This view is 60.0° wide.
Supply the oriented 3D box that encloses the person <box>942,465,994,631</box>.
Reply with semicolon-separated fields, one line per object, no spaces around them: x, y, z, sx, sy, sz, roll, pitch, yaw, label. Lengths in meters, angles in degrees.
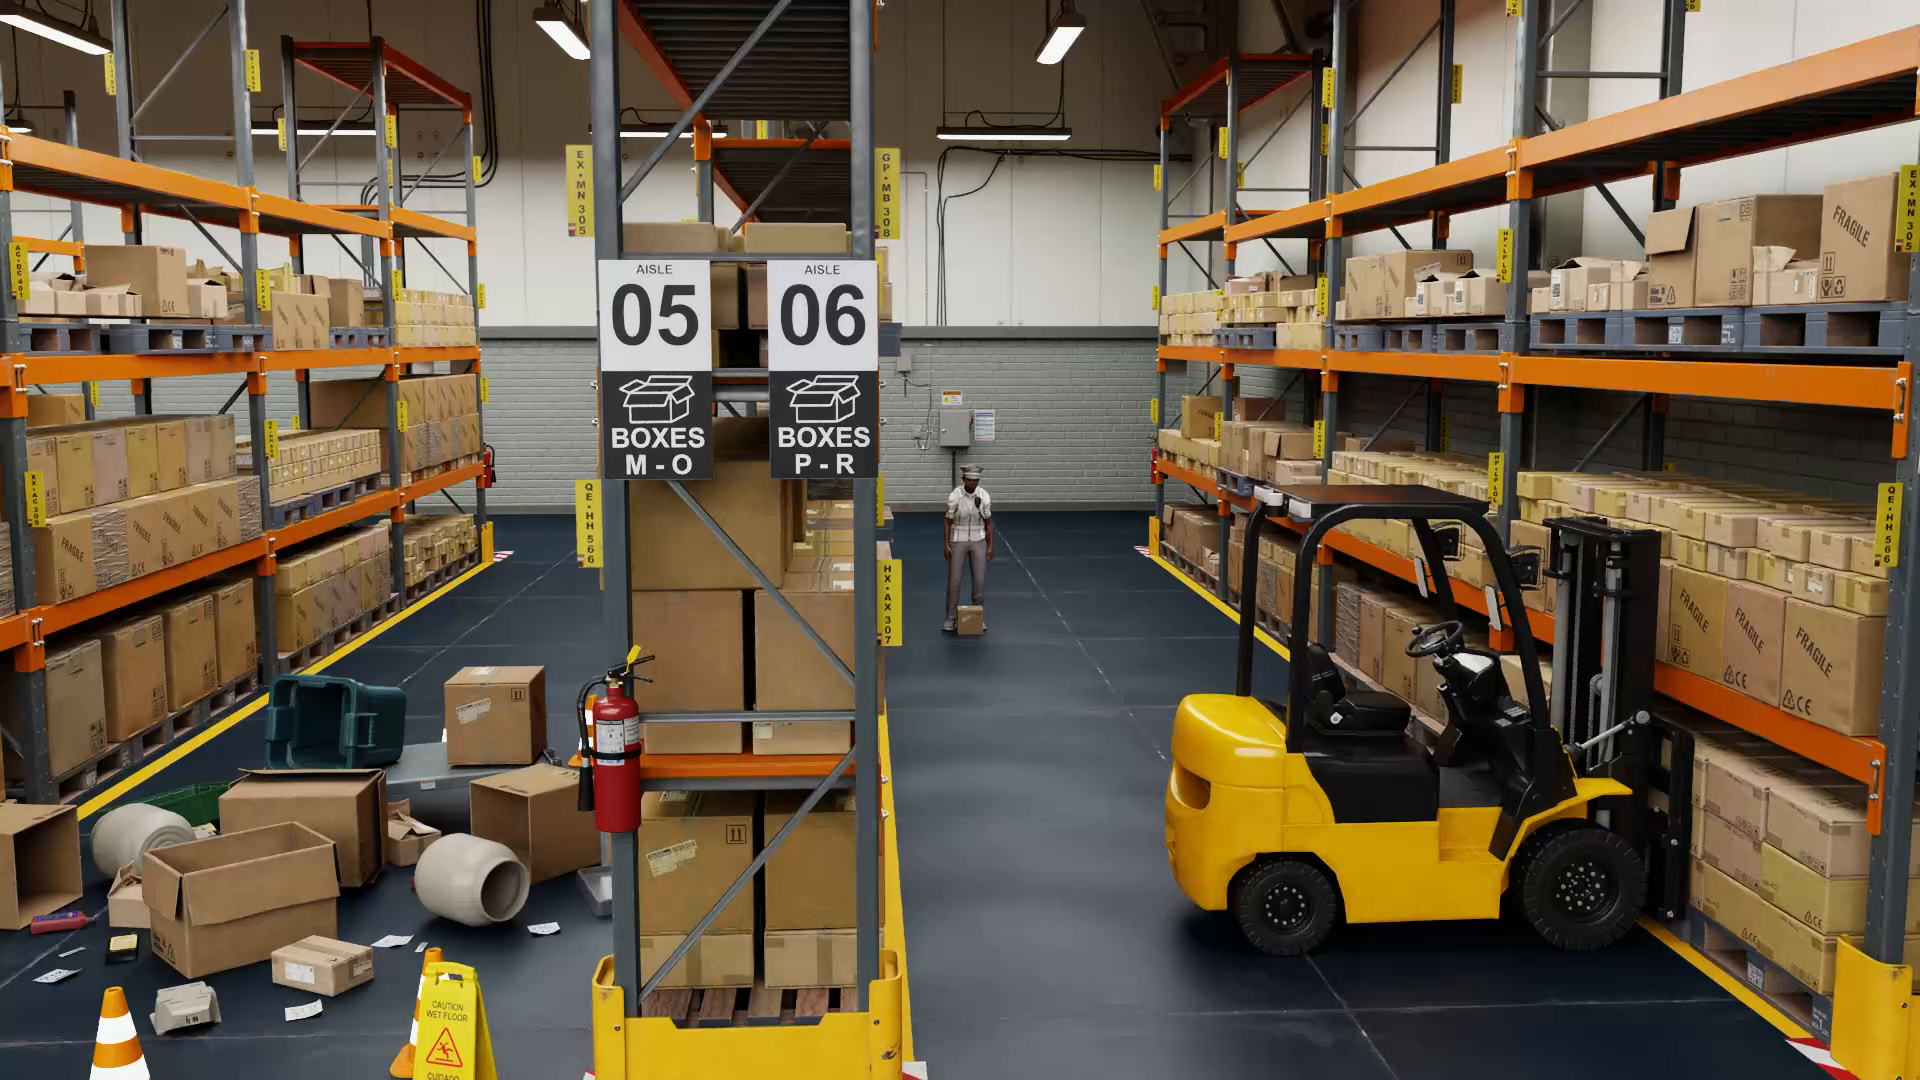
0.075;0.068;16.684;0.529;1.663;0.392;-1;7;-6;person
